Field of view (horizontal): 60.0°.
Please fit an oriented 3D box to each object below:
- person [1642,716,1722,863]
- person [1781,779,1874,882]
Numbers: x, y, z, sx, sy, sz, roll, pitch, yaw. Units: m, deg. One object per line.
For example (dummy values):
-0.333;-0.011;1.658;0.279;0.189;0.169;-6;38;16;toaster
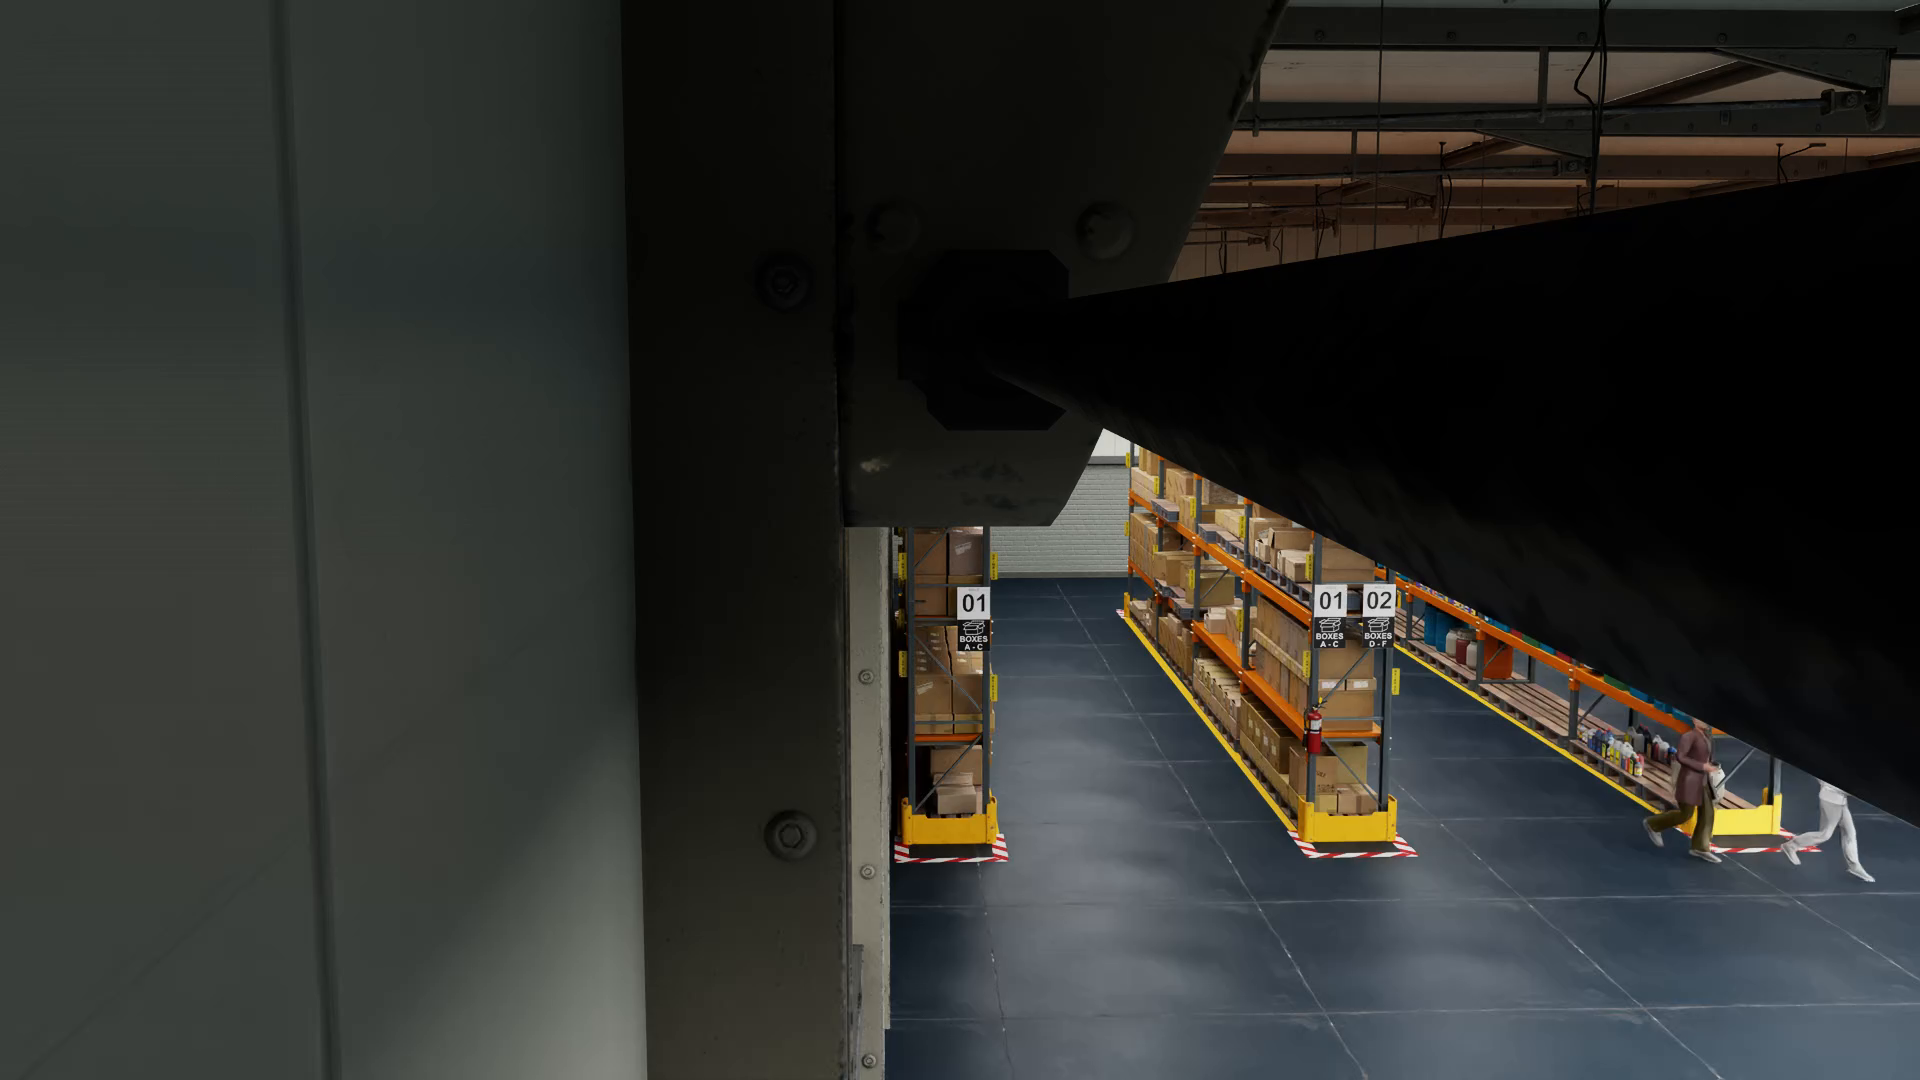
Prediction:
8.770;2.913;19.990;0.720;1.779;0.929;-6;10;-41;person
10.049;3.045;19.191;0.982;1.686;0.637;3;8;24;person
